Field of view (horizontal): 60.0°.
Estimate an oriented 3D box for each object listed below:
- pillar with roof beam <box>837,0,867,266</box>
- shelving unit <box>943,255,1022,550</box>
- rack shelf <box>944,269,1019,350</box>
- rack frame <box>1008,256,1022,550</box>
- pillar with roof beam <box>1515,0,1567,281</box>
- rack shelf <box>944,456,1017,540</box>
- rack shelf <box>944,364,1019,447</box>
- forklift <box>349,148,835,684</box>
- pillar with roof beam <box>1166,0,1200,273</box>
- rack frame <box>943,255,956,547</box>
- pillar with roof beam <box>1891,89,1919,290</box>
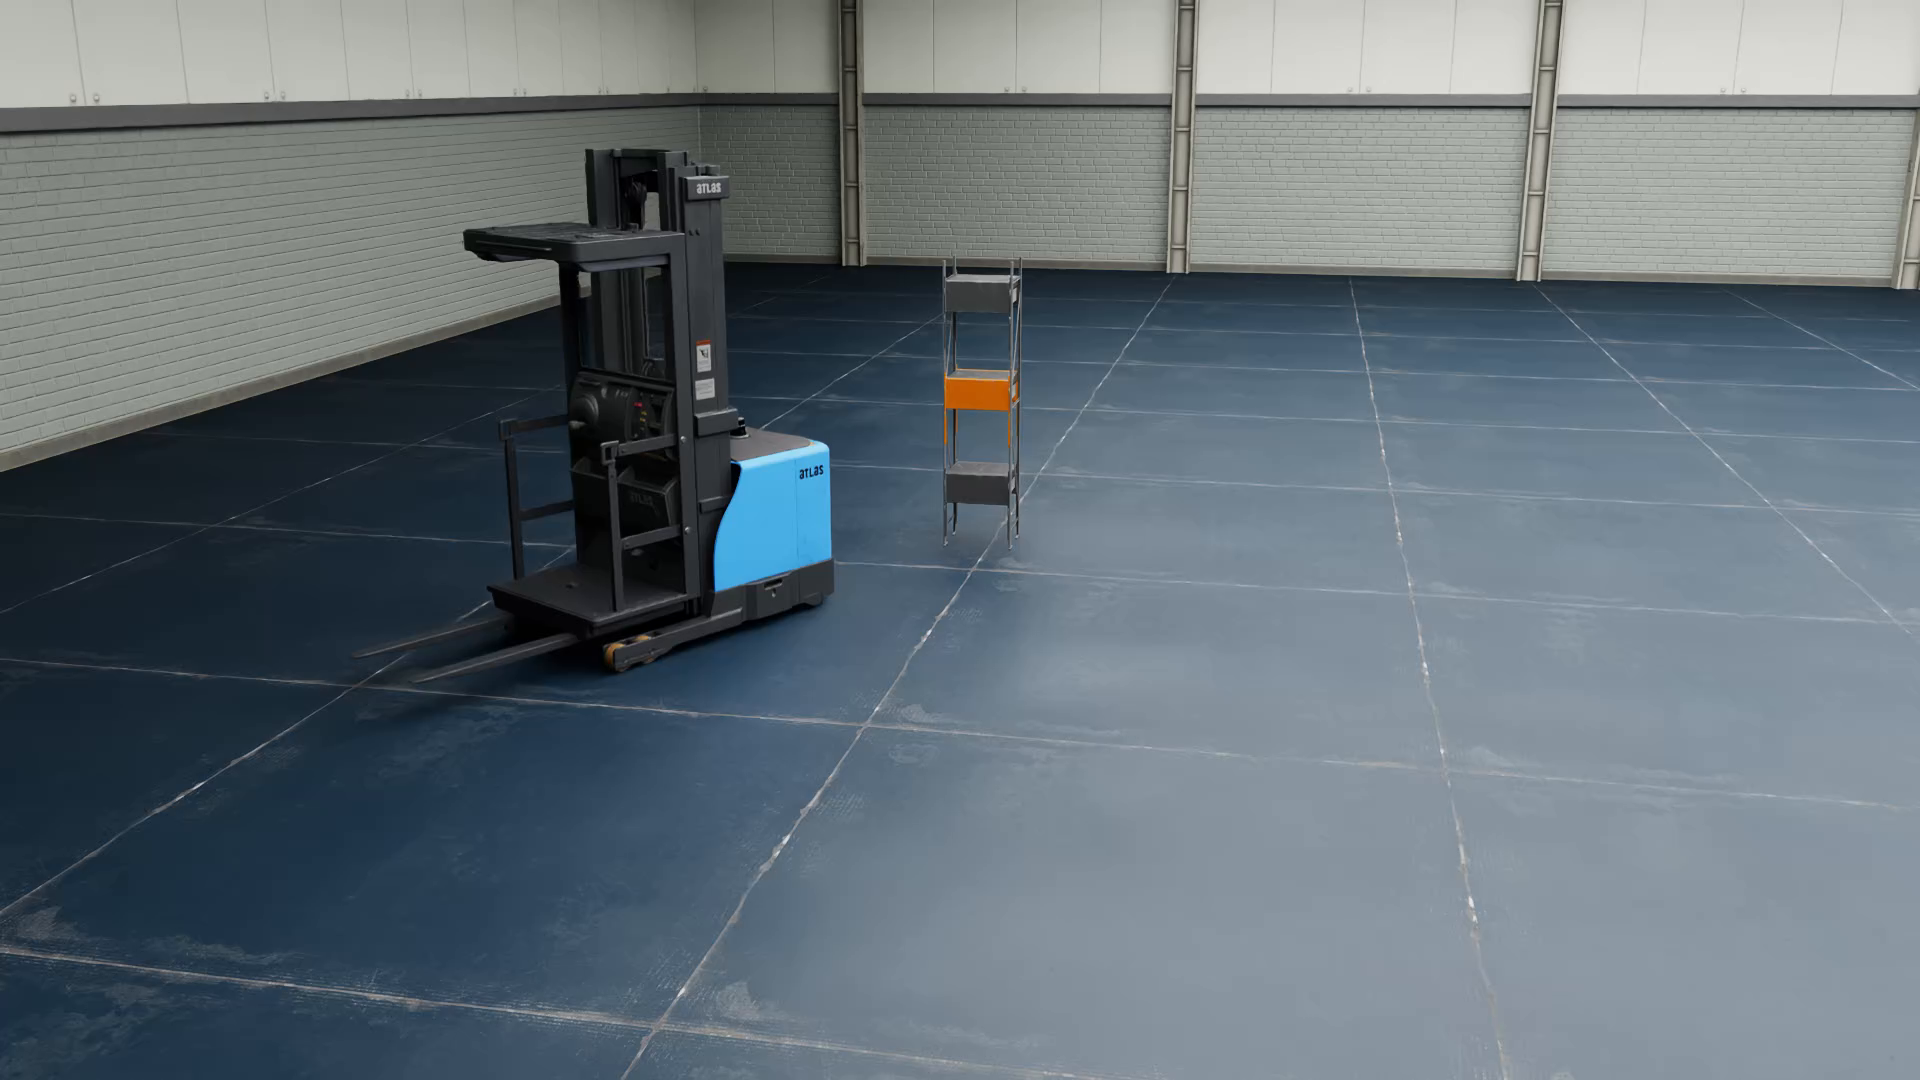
[{"bbox_3d":[-2.824,-8.338,25.737,0.400,9.000,9.100,3,16,11],"label":"pillar with roof beam"},{"bbox_3d":[0.162,-1.003,12.180,0.503,2.100,0.431,3,16,11],"label":"shelving unit"},{"bbox_3d":[0.162,-1.665,11.997,0.480,0.518,0.431,3,16,11],"label":"rack shelf"},{"bbox_3d":[0.401,-0.990,12.133,0.015,2.100,0.400,3,16,11],"label":"rack frame"},{"bbox_3d":[8.936,-7.700,23.432,0.400,9.000,9.100,3,16,11],"label":"pillar with roof beam"},{"bbox_3d":[0.162,-0.315,12.370,0.480,0.518,0.431,3,16,11],"label":"rack shelf"},{"bbox_3d":[0.162,-0.990,12.184,0.480,0.518,0.431,3,16,11],"label":"rack shelf"},{"bbox_3d":[-2.180,-0.794,9.869,1.130,2.935,3.031,13,20,39],"label":"forklift"},{"bbox_3d":[3.056,-8.019,24.585,0.400,9.000,9.100,3,16,11],"label":"pillar with roof beam"},{"bbox_3d":[-0.077,-1.016,12.227,0.015,2.100,0.400,3,16,11],"label":"rack frame"},{"bbox_3d":[14.815,-7.381,22.280,0.400,9.000,9.100,3,16,11],"label":"pillar with roof beam"}]
